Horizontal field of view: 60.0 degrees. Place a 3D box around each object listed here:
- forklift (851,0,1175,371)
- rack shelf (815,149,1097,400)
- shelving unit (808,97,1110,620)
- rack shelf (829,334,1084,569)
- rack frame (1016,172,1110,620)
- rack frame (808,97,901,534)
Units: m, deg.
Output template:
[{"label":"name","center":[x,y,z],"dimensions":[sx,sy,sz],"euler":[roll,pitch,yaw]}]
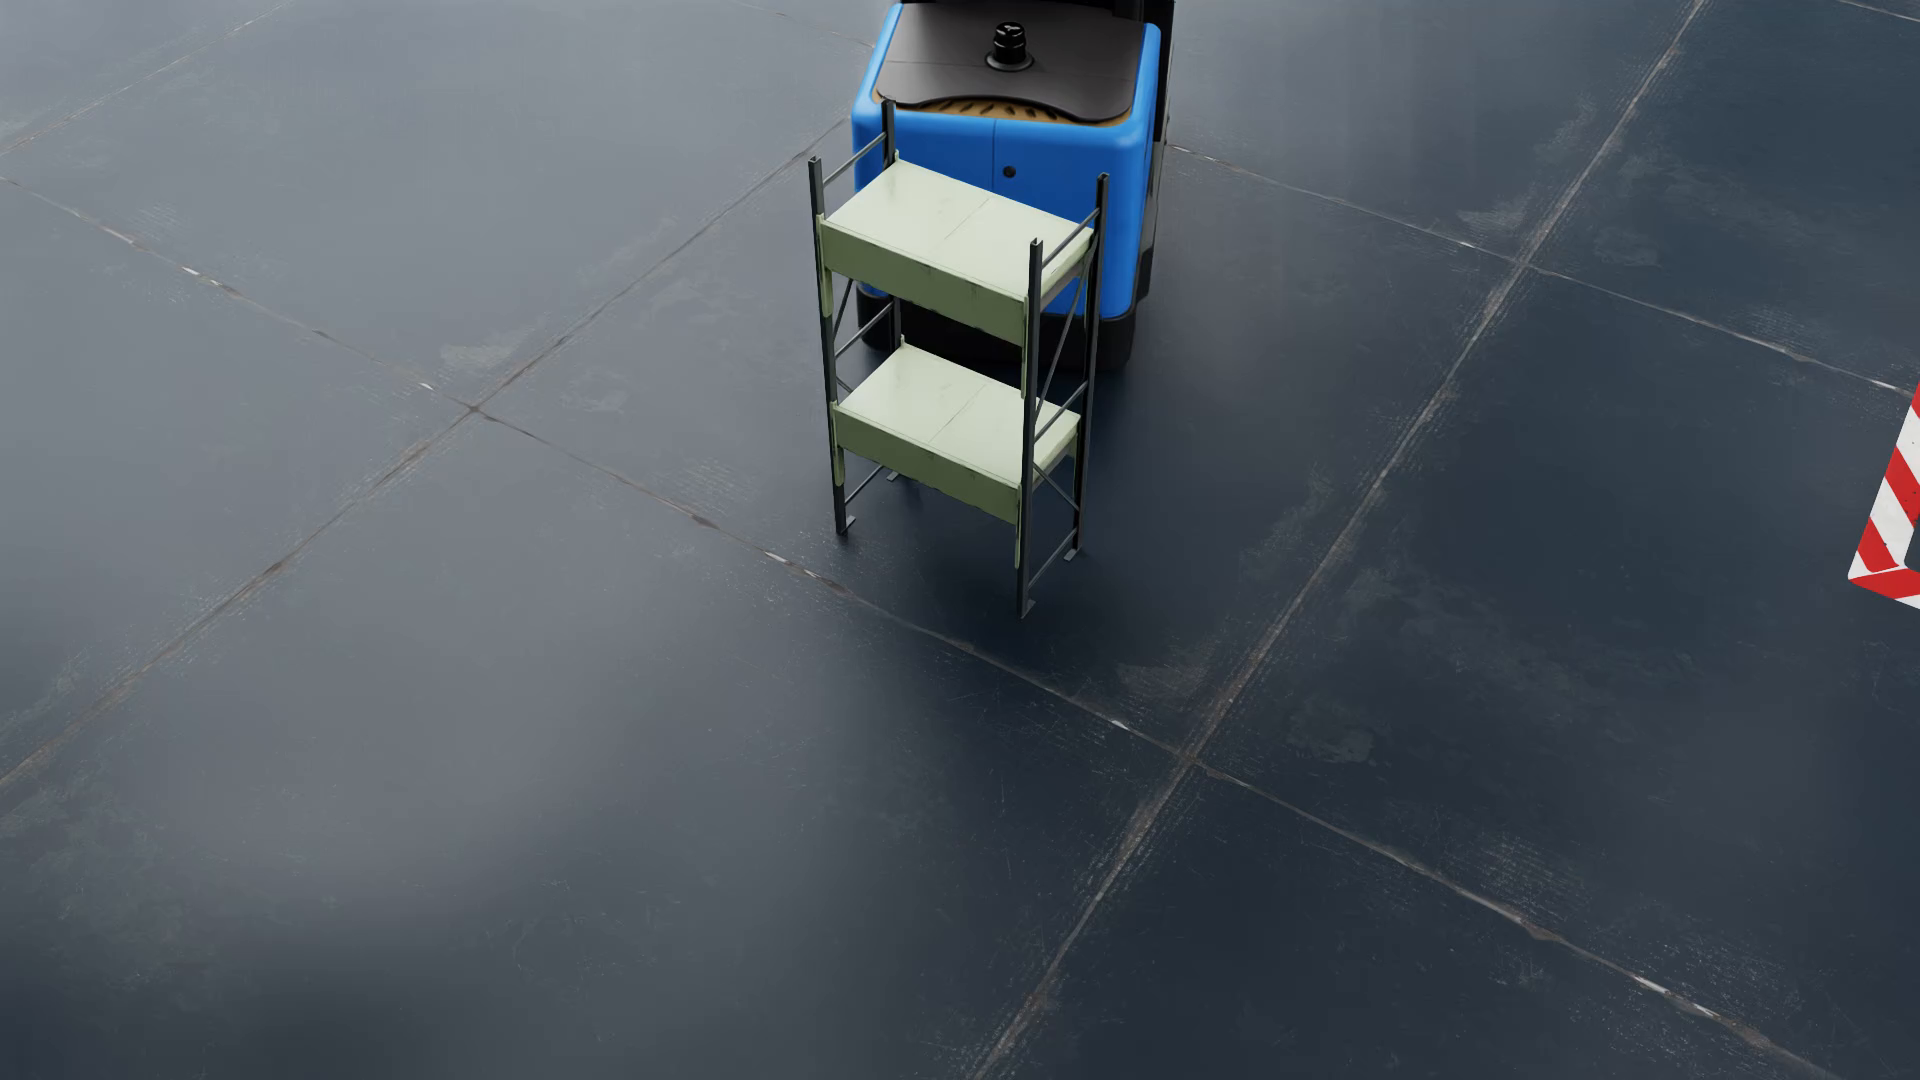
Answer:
[{"label":"forklift","center":[0.346,-2.729,6.358],"dimensions":[1.130,2.935,3.031],"euler":[6,46,6]},{"label":"rack shelf","center":[-0.006,-0.797,4.935],"dimensions":[0.720,0.370,0.431],"euler":[25,51,22]},{"label":"shelving unit","center":[-0.006,-0.525,5.215],"dimensions":[0.755,1.500,0.431],"euler":[25,51,22]},{"label":"rack shelf","center":[-0.006,-0.298,5.448],"dimensions":[0.720,0.370,0.431],"euler":[25,51,22]},{"label":"rack frame","center":[0.302,-0.384,5.077],"dimensions":[0.023,1.500,0.400],"euler":[25,51,22]},{"label":"rack frame","center":[-0.314,-0.667,5.352],"dimensions":[0.023,1.500,0.400],"euler":[25,51,22]}]
